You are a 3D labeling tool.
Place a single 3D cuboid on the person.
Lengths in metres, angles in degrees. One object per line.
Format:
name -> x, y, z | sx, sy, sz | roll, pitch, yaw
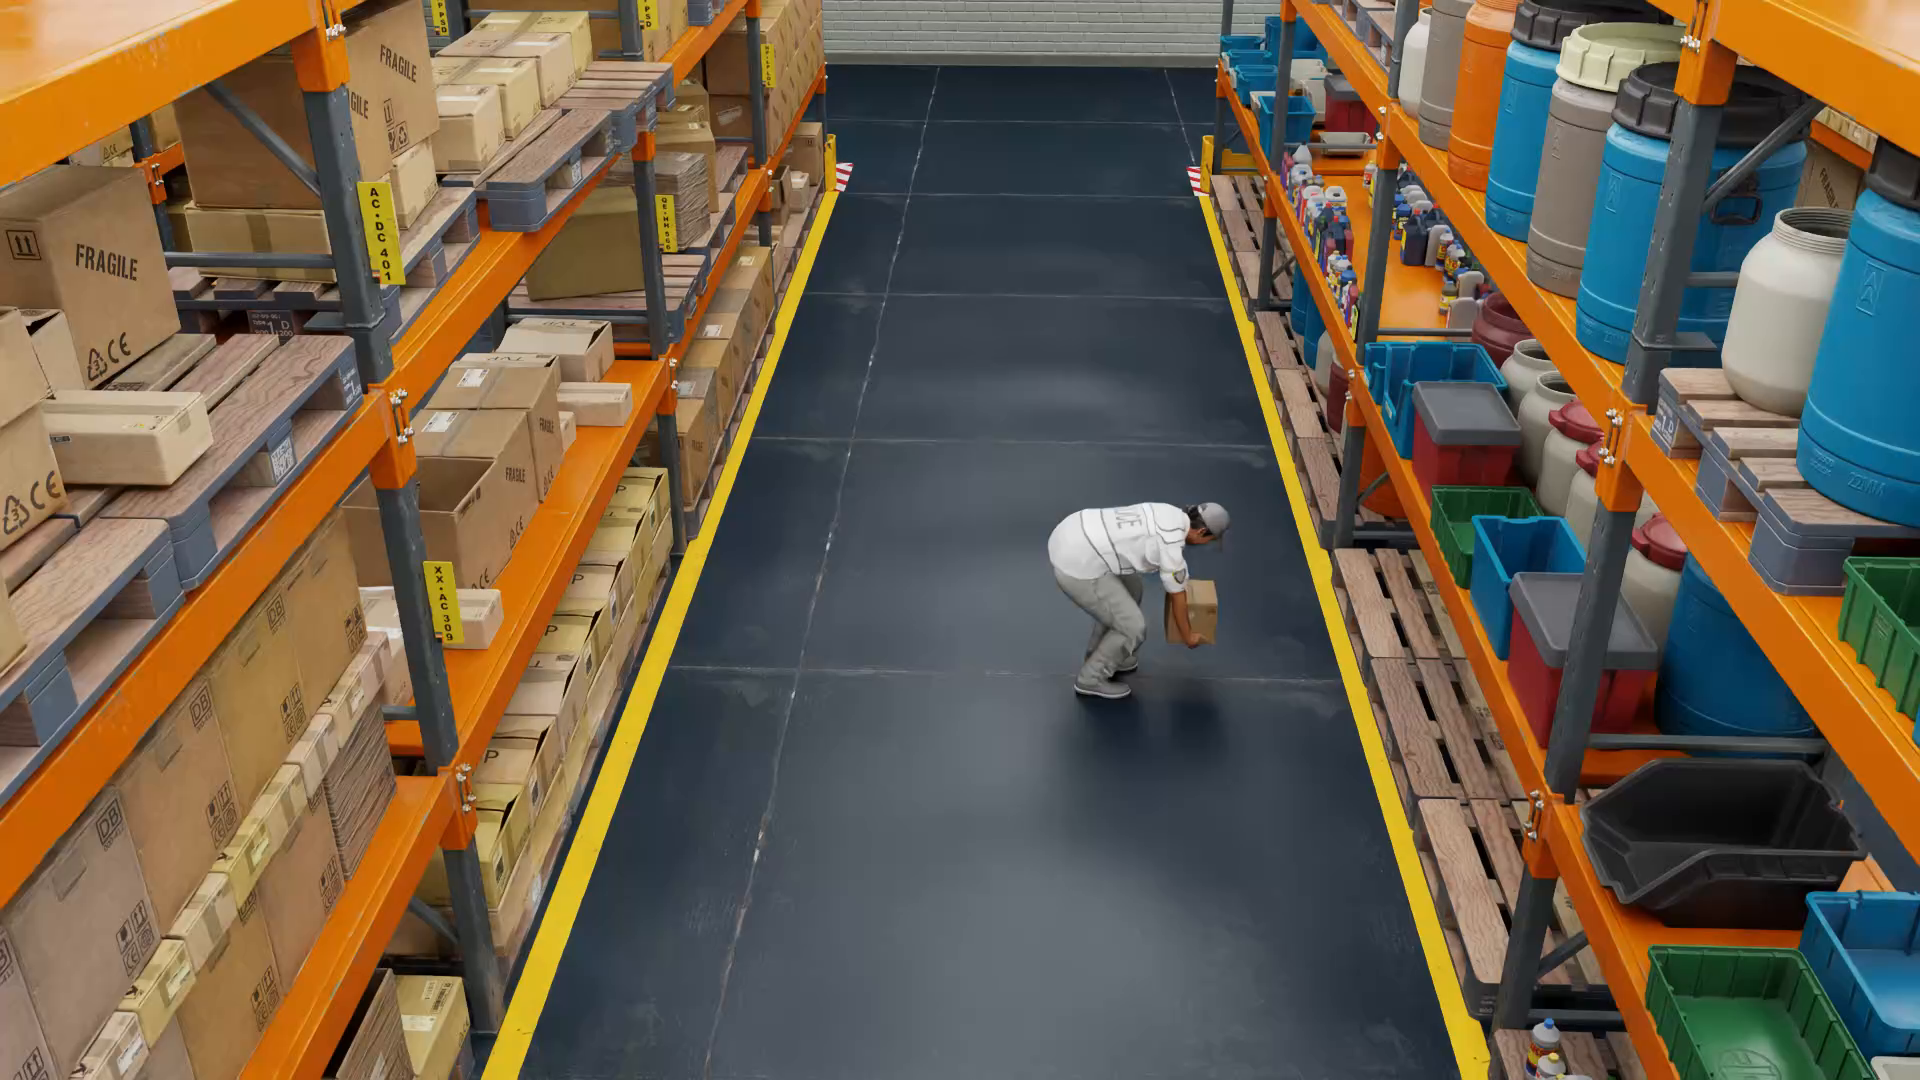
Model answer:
person -> 0.926, 0.291, 8.734 | 0.936, 1.049, 0.496 | 0, 28, -1
